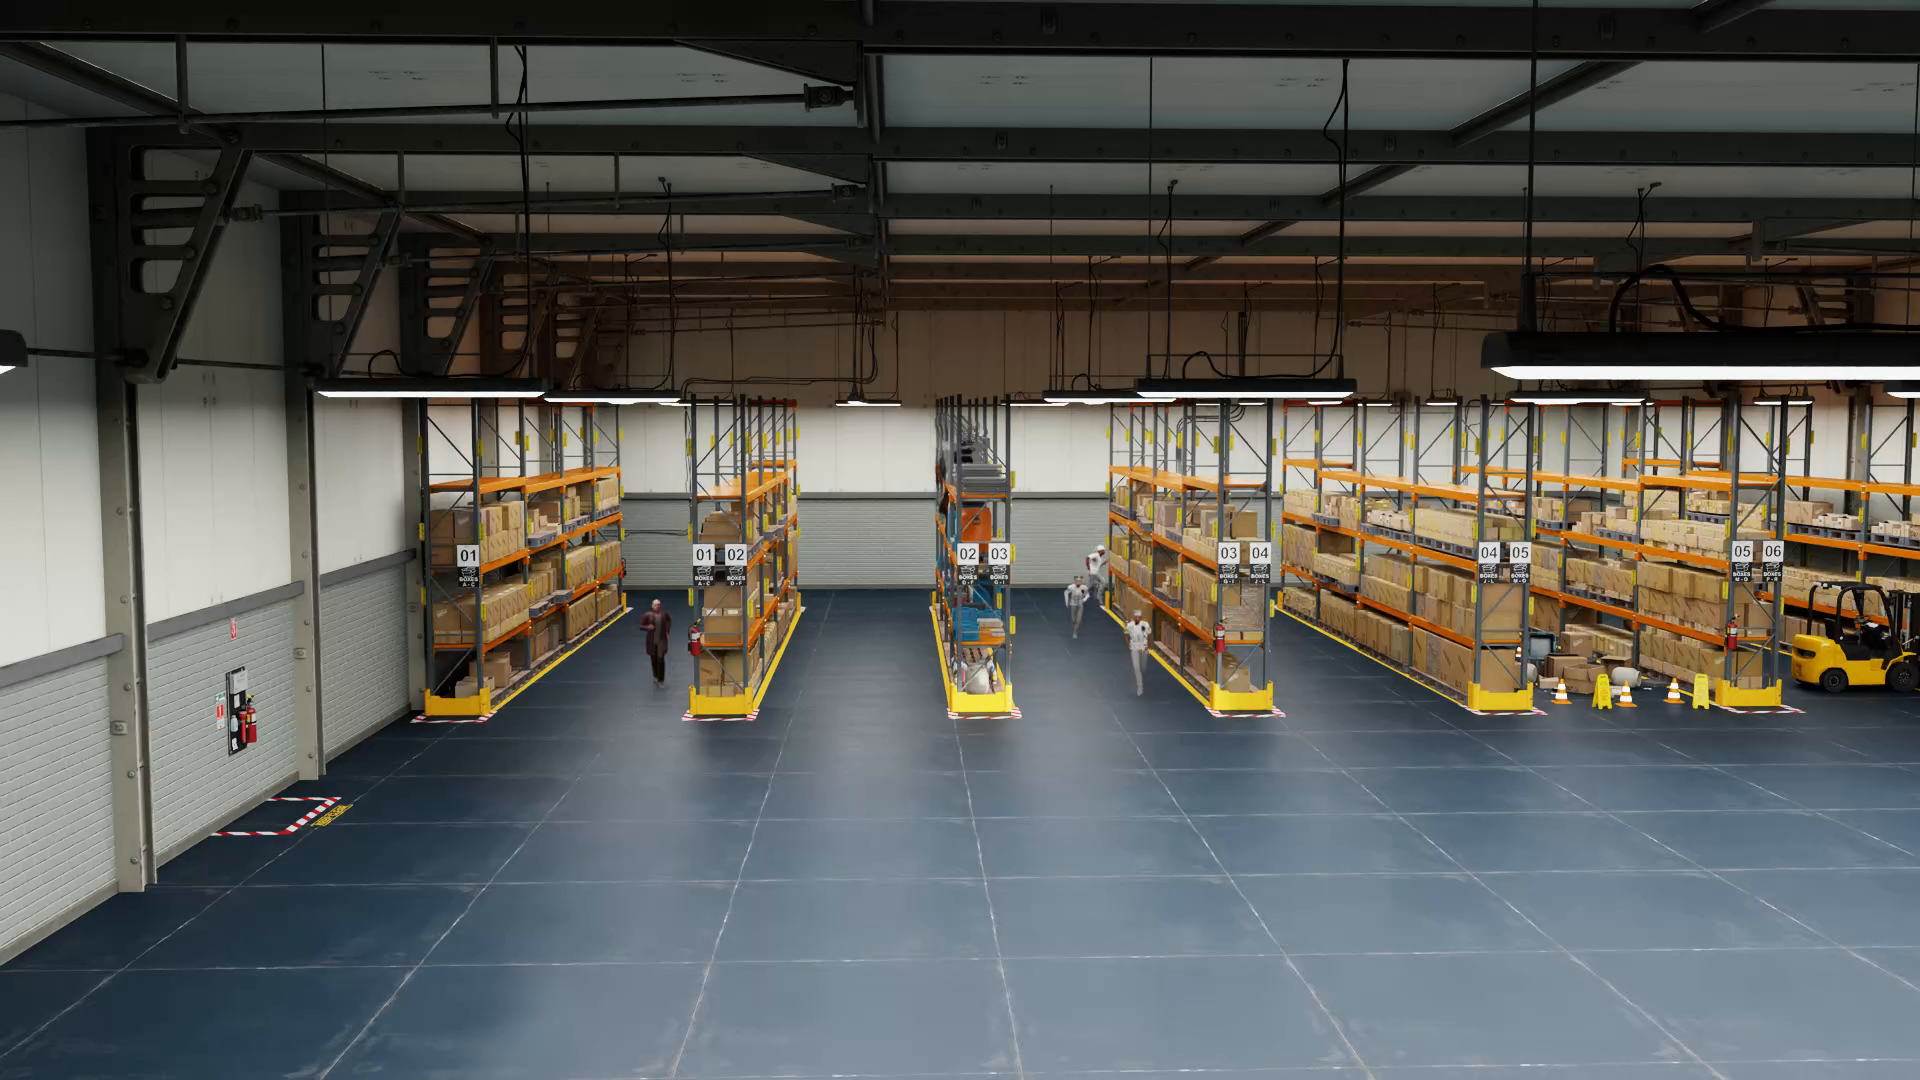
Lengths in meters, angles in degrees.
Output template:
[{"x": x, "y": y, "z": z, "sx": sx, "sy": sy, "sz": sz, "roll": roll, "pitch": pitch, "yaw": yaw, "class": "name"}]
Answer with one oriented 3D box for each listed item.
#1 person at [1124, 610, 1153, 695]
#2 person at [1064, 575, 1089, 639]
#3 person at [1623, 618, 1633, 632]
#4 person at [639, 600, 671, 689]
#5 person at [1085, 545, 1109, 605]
[{"x": 3.586, "y": 2.211, "z": 33.472, "sx": 0.575, "sy": 1.691, "sz": 0.963, "roll": 0, "pitch": 5, "yaw": 3, "class": "person"}, {"x": 2.925, "y": 1.665, "z": 41.597, "sx": 0.607, "sy": 1.619, "sz": 0.687, "roll": -1, "pitch": 5, "yaw": -7, "class": "person"}, {"x": 16.539, "y": 1.577, "z": 41.158, "sx": 0.650, "sy": 1.836, "sz": 0.893, "roll": -1, "pitch": 5, "yaw": -7, "class": "person"}, {"x": -6.290, "y": 2.148, "z": 34.328, "sx": 0.668, "sy": 1.855, "sz": 0.861, "roll": -1, "pitch": 5, "yaw": -11, "class": "person"}, {"x": 3.916, "y": 1.024, "z": 48.836, "sx": 0.944, "sy": 1.754, "sz": 0.687, "roll": 1, "pitch": 5, "yaw": 7, "class": "person"}]
